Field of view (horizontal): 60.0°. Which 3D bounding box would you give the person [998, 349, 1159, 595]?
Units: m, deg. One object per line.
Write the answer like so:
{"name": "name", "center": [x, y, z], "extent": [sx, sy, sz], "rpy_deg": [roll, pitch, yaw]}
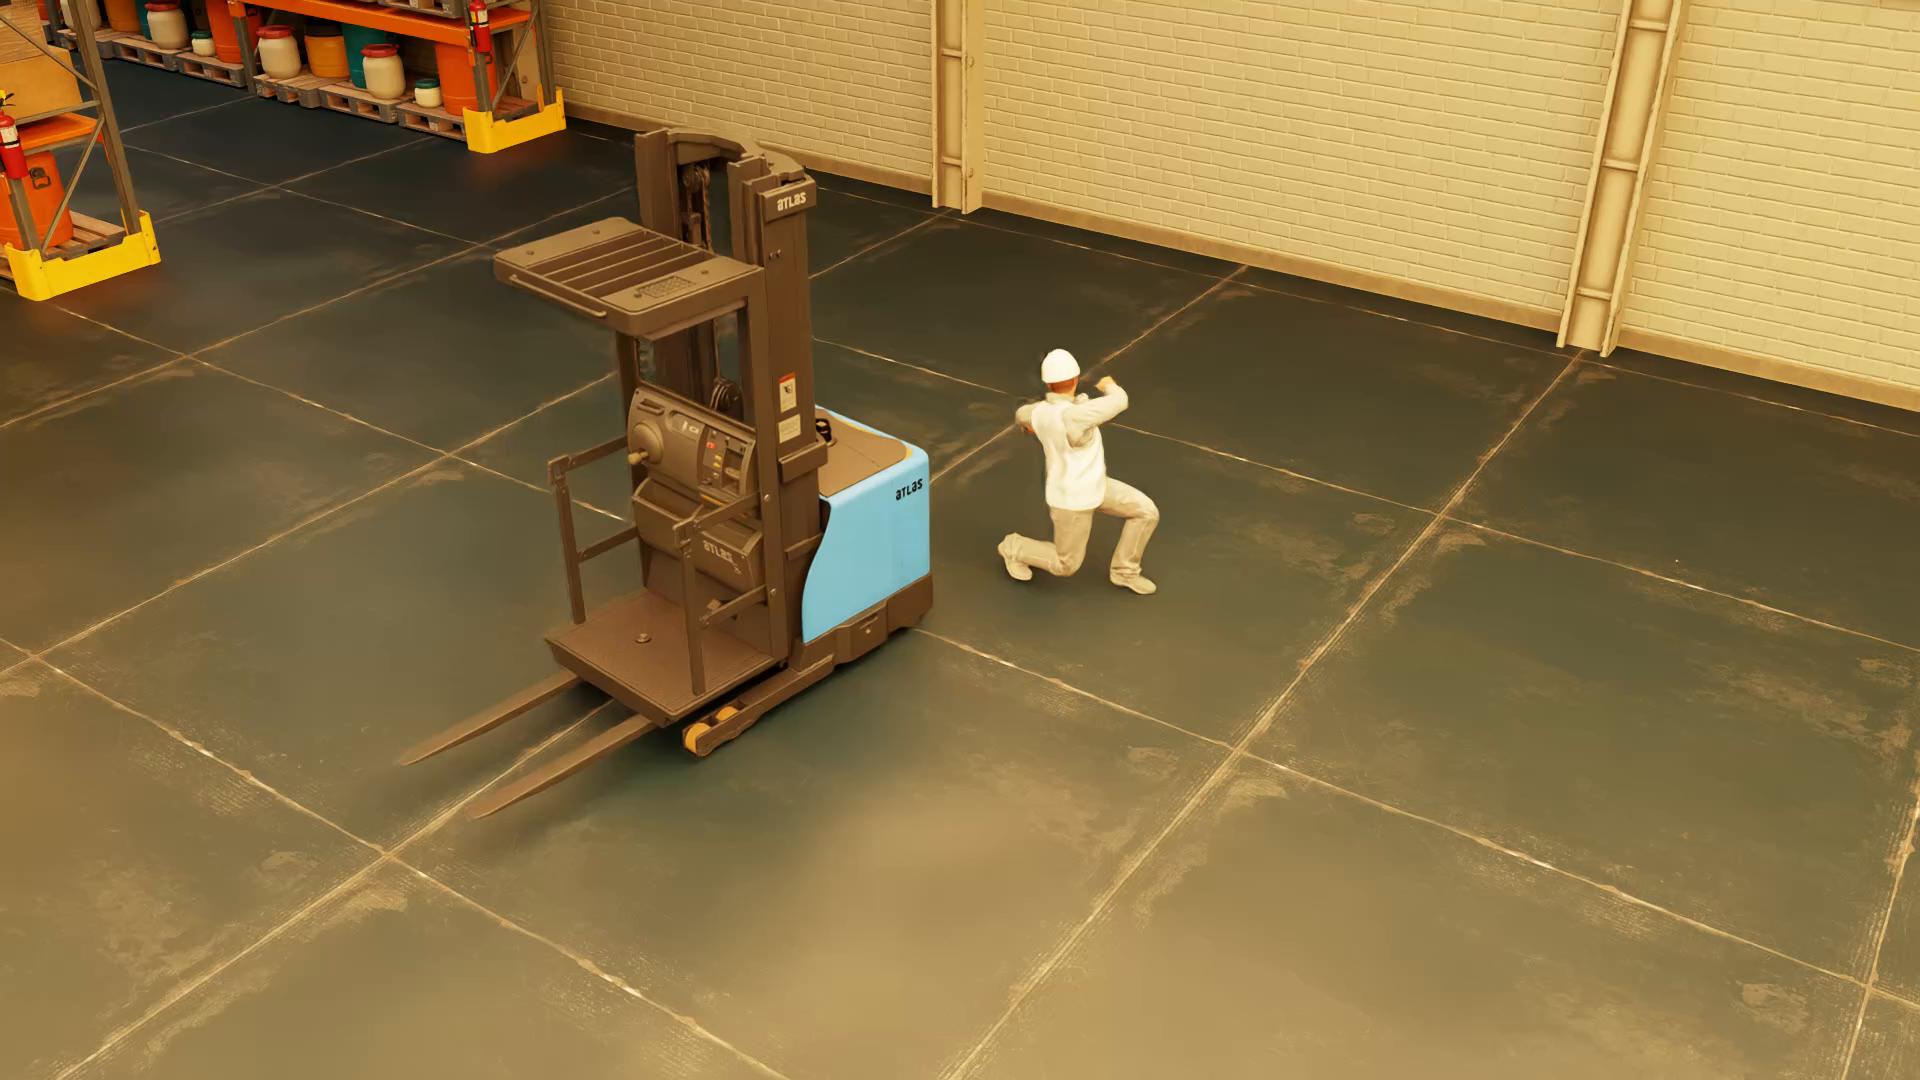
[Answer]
{"name": "person", "center": [0.724, -0.465, 9.828], "extent": [0.976, 1.482, 0.888], "rpy_deg": [5, 30, 8]}

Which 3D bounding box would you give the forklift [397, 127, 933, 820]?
{"name": "forklift", "center": [-1.516, -0.443, 8.343], "extent": [1.130, 2.935, 3.031], "rpy_deg": [24, 38, 35]}
